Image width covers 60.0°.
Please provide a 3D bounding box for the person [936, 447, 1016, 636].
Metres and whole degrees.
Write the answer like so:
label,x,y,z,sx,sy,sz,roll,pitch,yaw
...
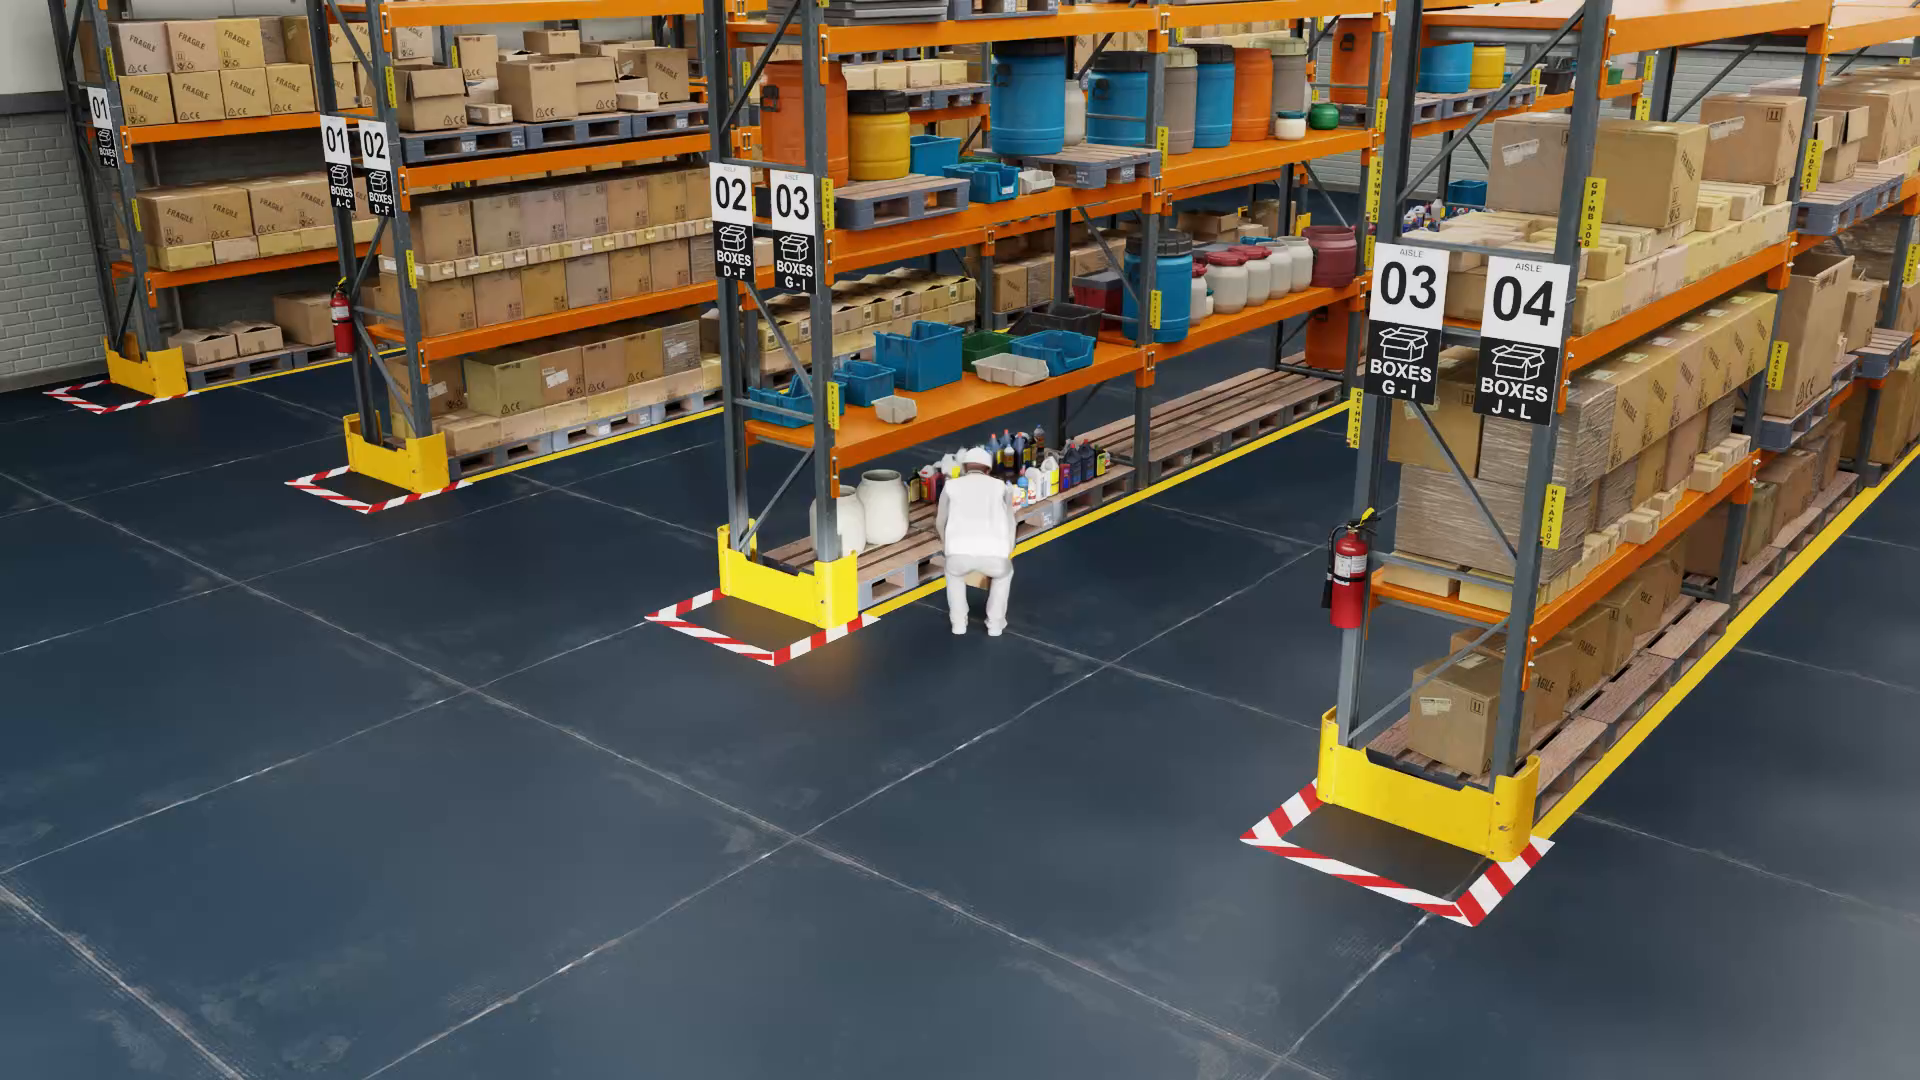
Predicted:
label,x,y,z,sx,sy,sz,roll,pitch,yaw
person,0.100,0.022,11.782,0.573,1.223,0.843,2,20,6
